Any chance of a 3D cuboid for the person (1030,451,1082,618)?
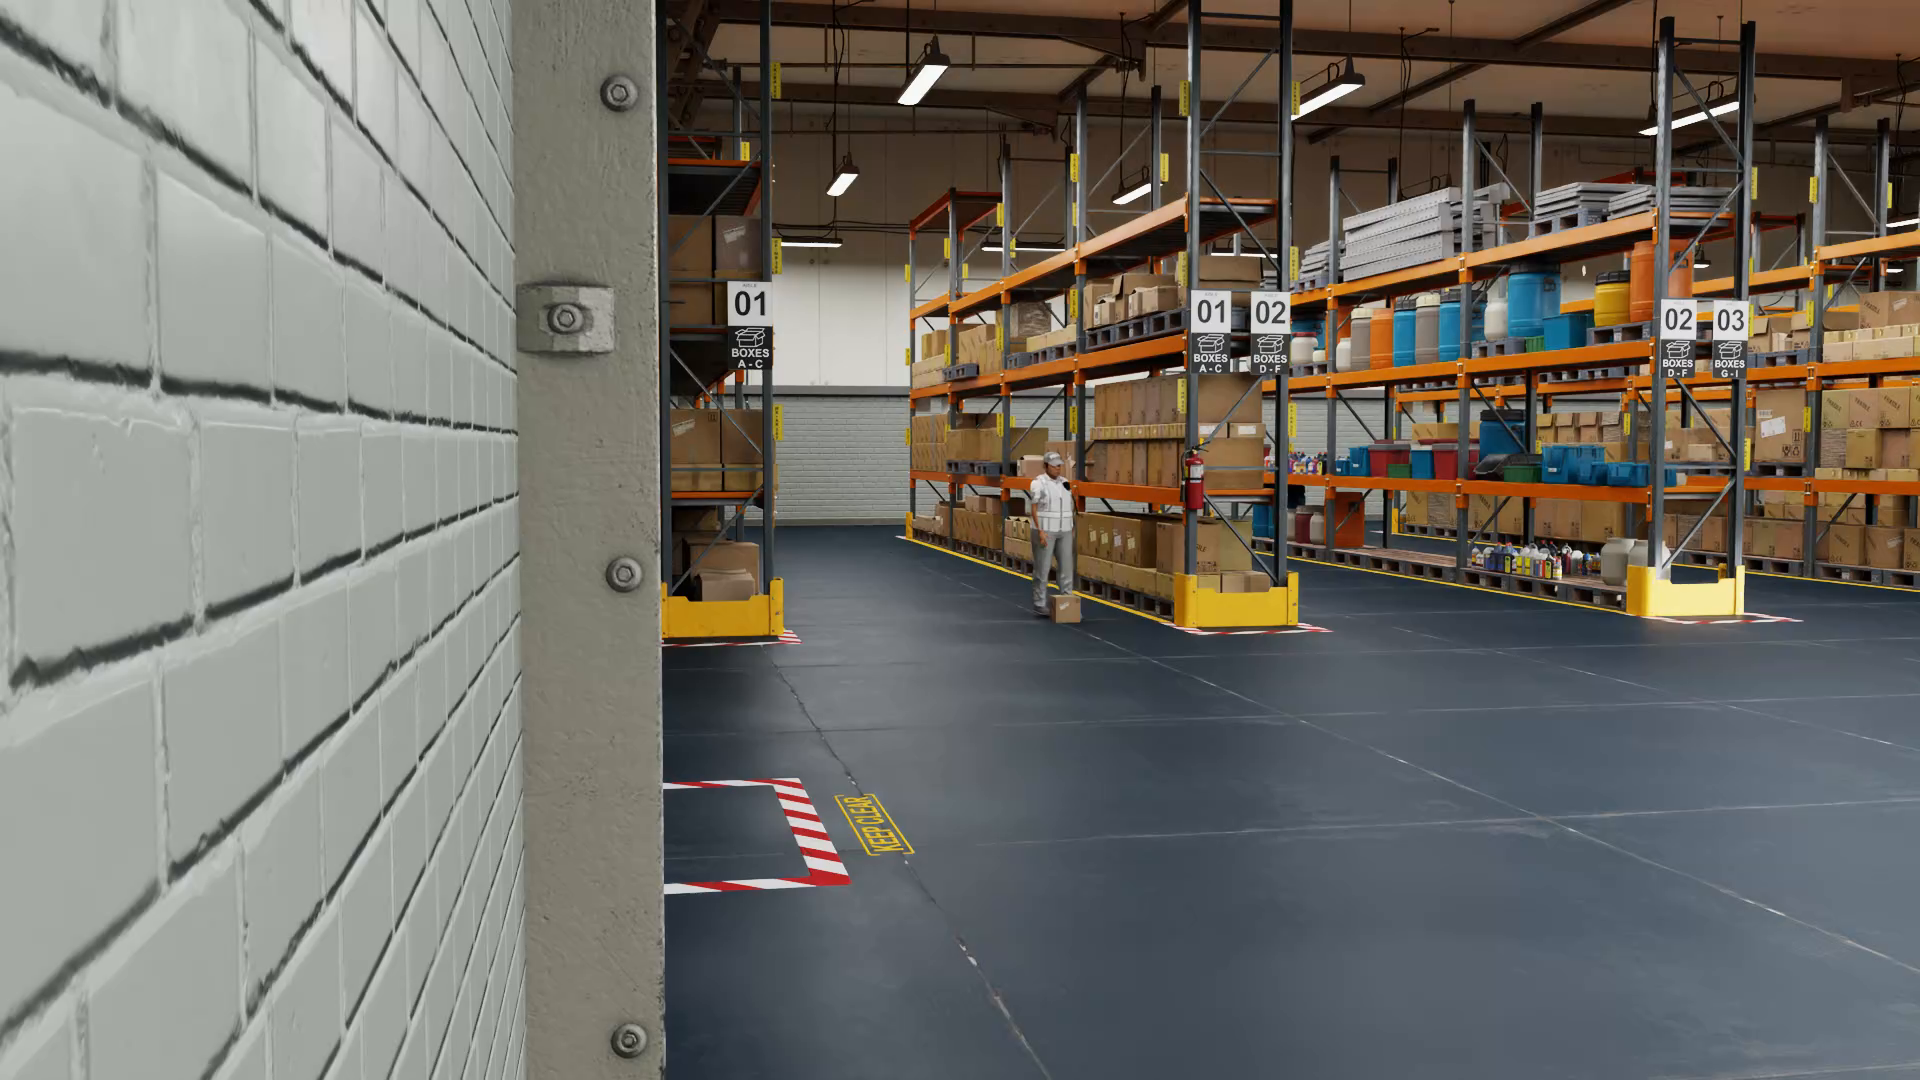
[{"bbox_3d":[0.958,-0.052,16.763,0.495,1.683,0.503,-2,3,-27],"label":"person"}]
